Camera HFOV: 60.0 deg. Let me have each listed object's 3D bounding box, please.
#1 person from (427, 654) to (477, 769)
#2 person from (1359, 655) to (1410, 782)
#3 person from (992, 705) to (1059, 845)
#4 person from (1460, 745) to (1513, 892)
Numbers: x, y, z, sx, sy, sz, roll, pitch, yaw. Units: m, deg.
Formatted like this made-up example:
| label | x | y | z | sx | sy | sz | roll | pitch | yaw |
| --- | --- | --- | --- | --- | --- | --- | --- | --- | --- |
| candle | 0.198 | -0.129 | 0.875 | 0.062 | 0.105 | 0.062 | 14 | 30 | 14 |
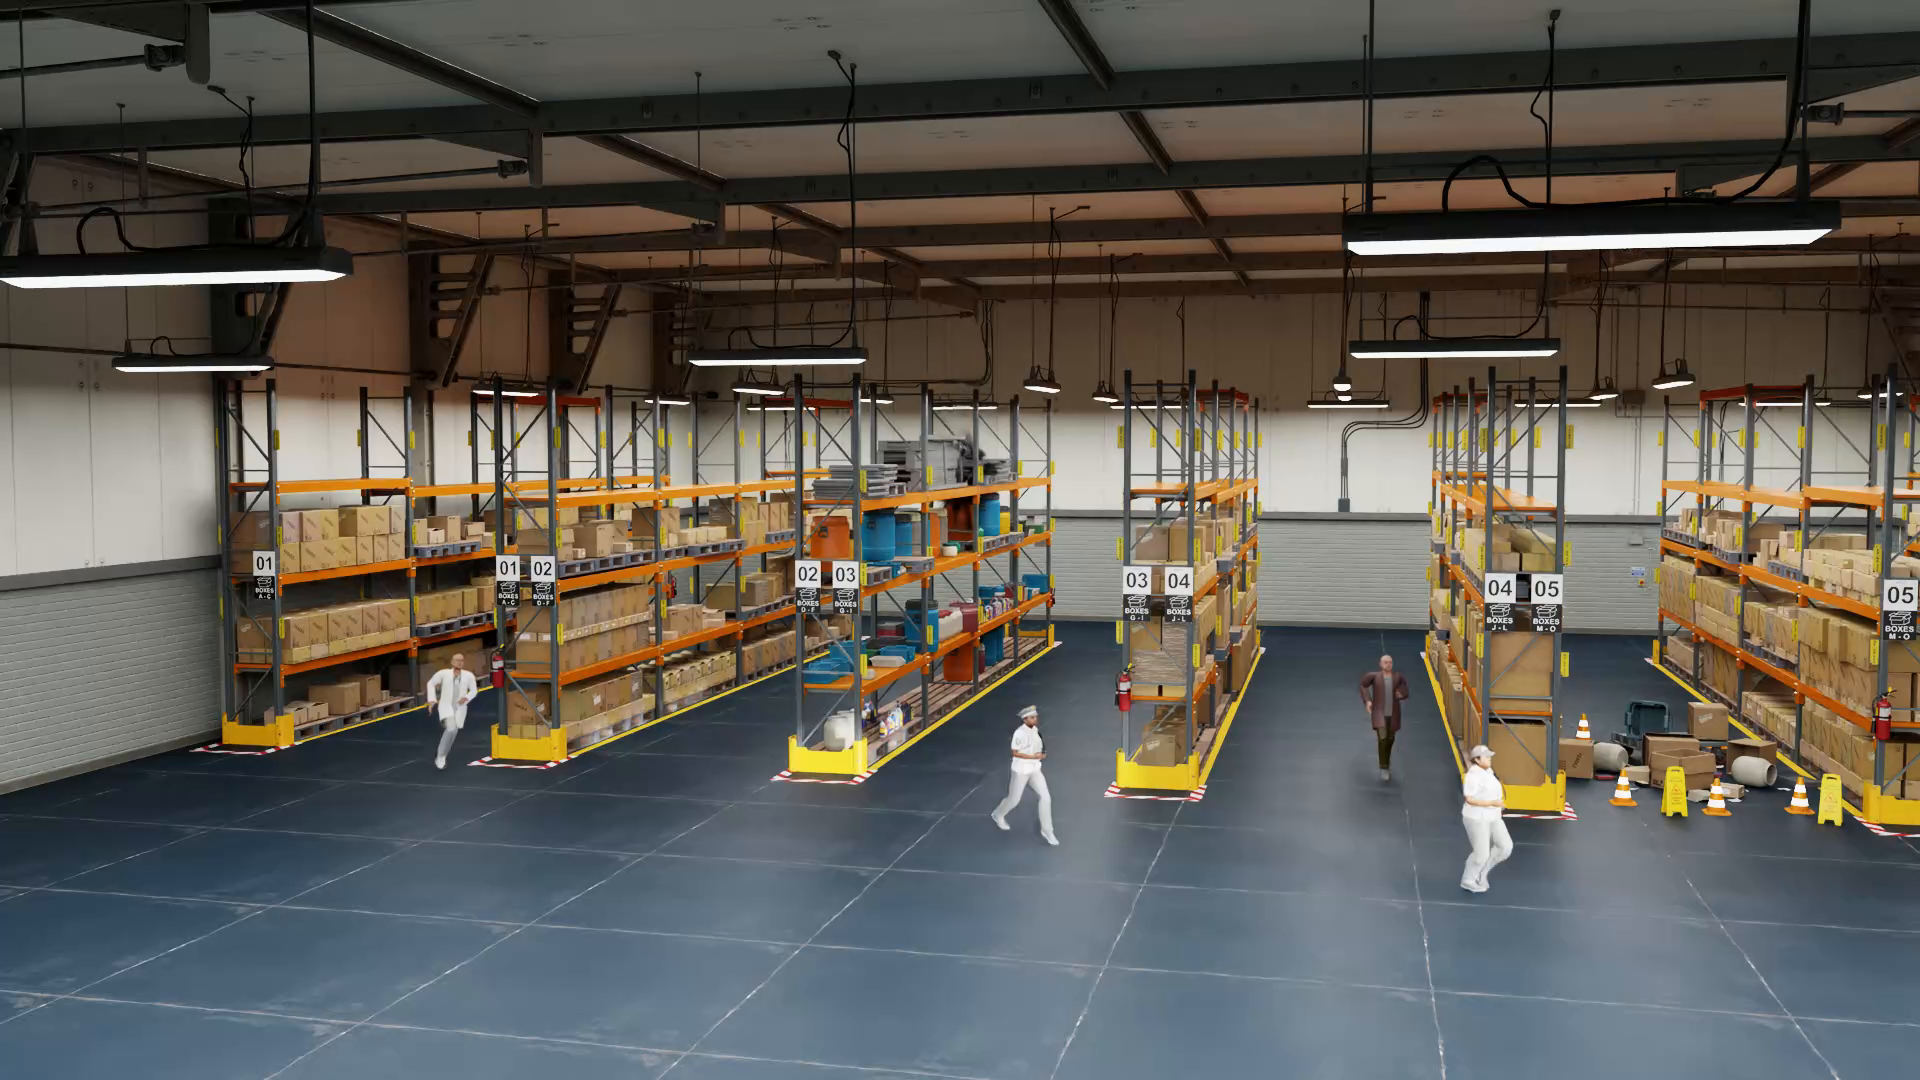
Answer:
| label | x | y | z | sx | sy | sz | roll | pitch | yaw |
| --- | --- | --- | --- | --- | --- | --- | --- | --- | --- |
| person | -7.709 | 2.601 | 25.365 | 0.695 | 1.713 | 0.682 | -2 | 4 | -31 |
| person | 6.342 | 2.620 | 24.781 | 0.694 | 1.823 | 0.863 | 0 | 3 | -1 |
| person | 0.782 | 2.923 | 20.811 | 0.543 | 1.739 | 0.996 | -3 | 5 | -44 |
| person | 5.815 | 3.081 | 18.318 | 0.591 | 1.638 | 0.576 | -3 | 5 | -41 |
